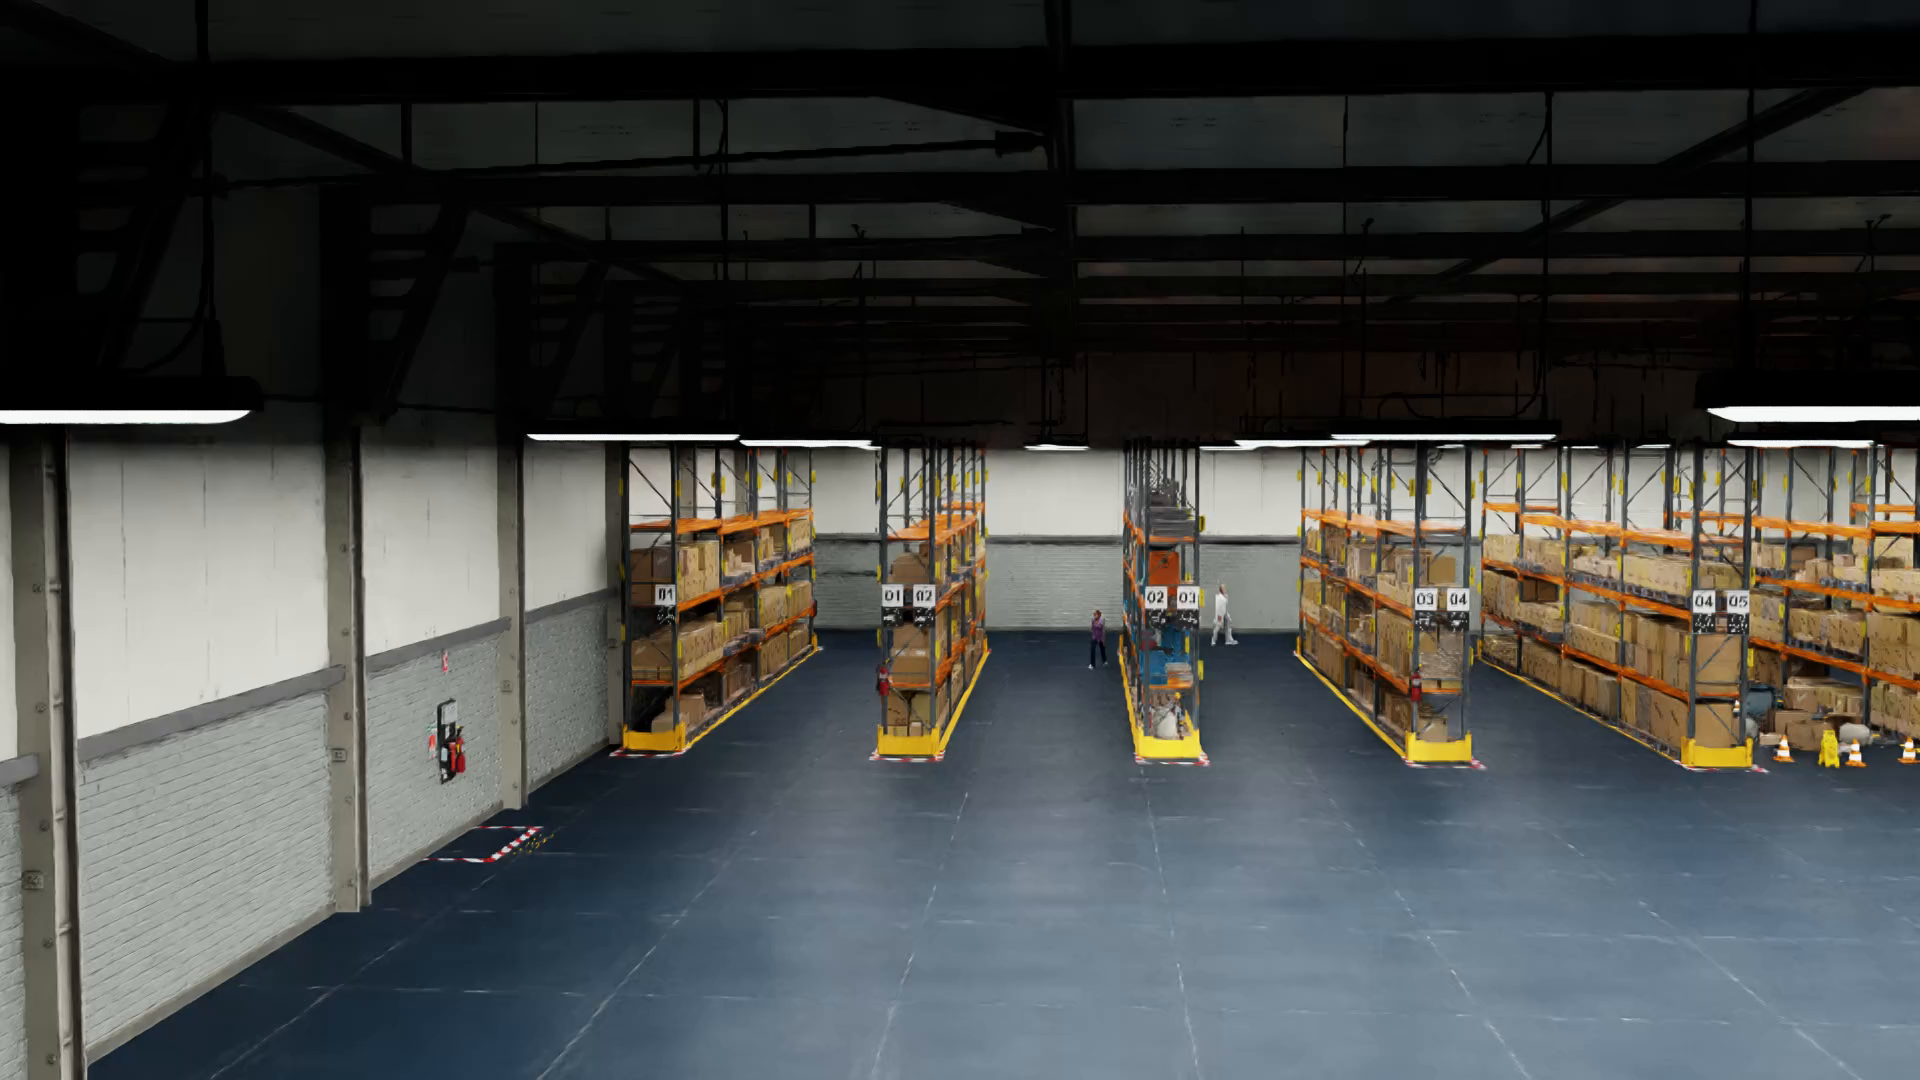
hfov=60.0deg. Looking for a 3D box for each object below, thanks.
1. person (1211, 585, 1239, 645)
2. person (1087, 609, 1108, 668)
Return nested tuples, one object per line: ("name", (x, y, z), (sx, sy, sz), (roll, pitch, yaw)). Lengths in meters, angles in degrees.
("person", (7.757, 2.203, 48.992), (0.612, 1.771, 0.781), (3, 4, 43))
("person", (3.672, 2.595, 43.880), (0.424, 1.553, 0.857), (1, 3, 25))
